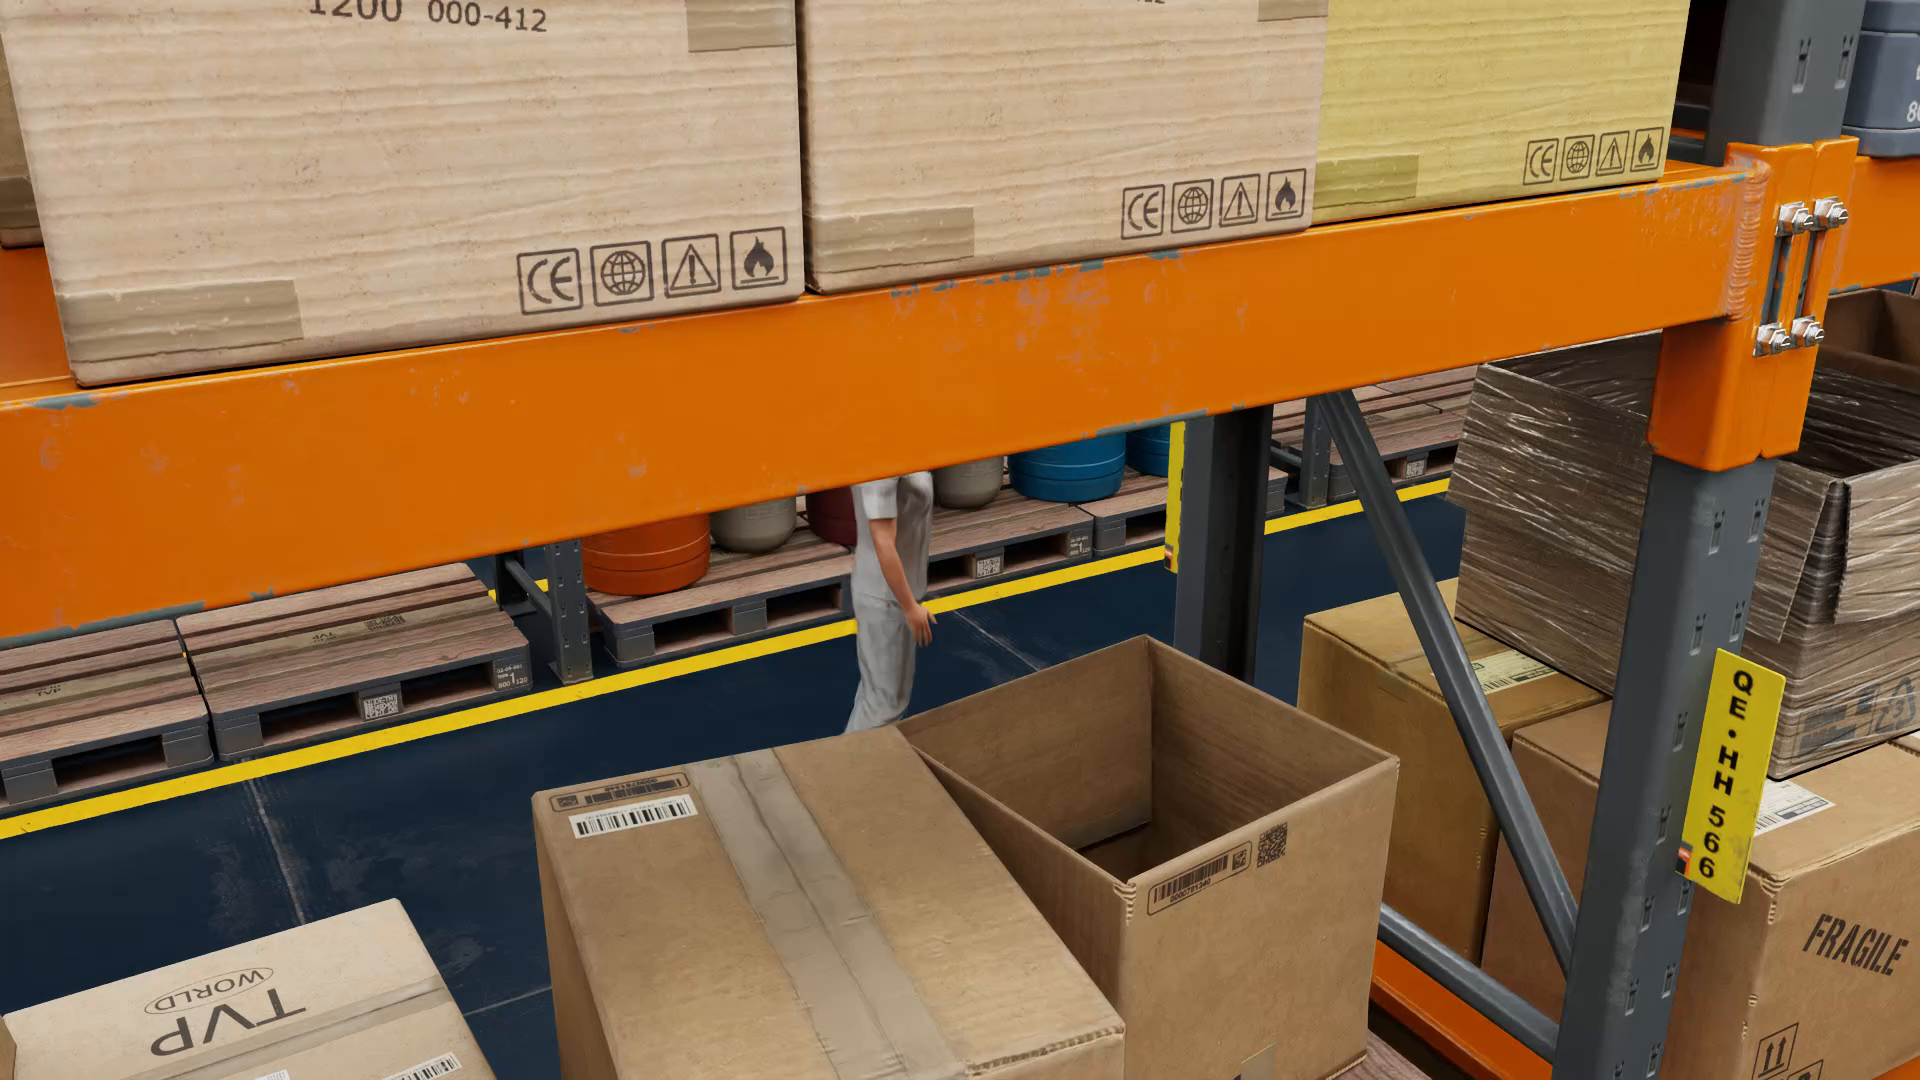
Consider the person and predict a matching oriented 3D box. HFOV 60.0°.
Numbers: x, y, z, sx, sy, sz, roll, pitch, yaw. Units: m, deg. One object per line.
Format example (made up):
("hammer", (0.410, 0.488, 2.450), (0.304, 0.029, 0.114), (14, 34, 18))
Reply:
("person", (-0.273, 0.196, 5.554), (0.409, 1.669, 0.616), (1, 22, 2))
